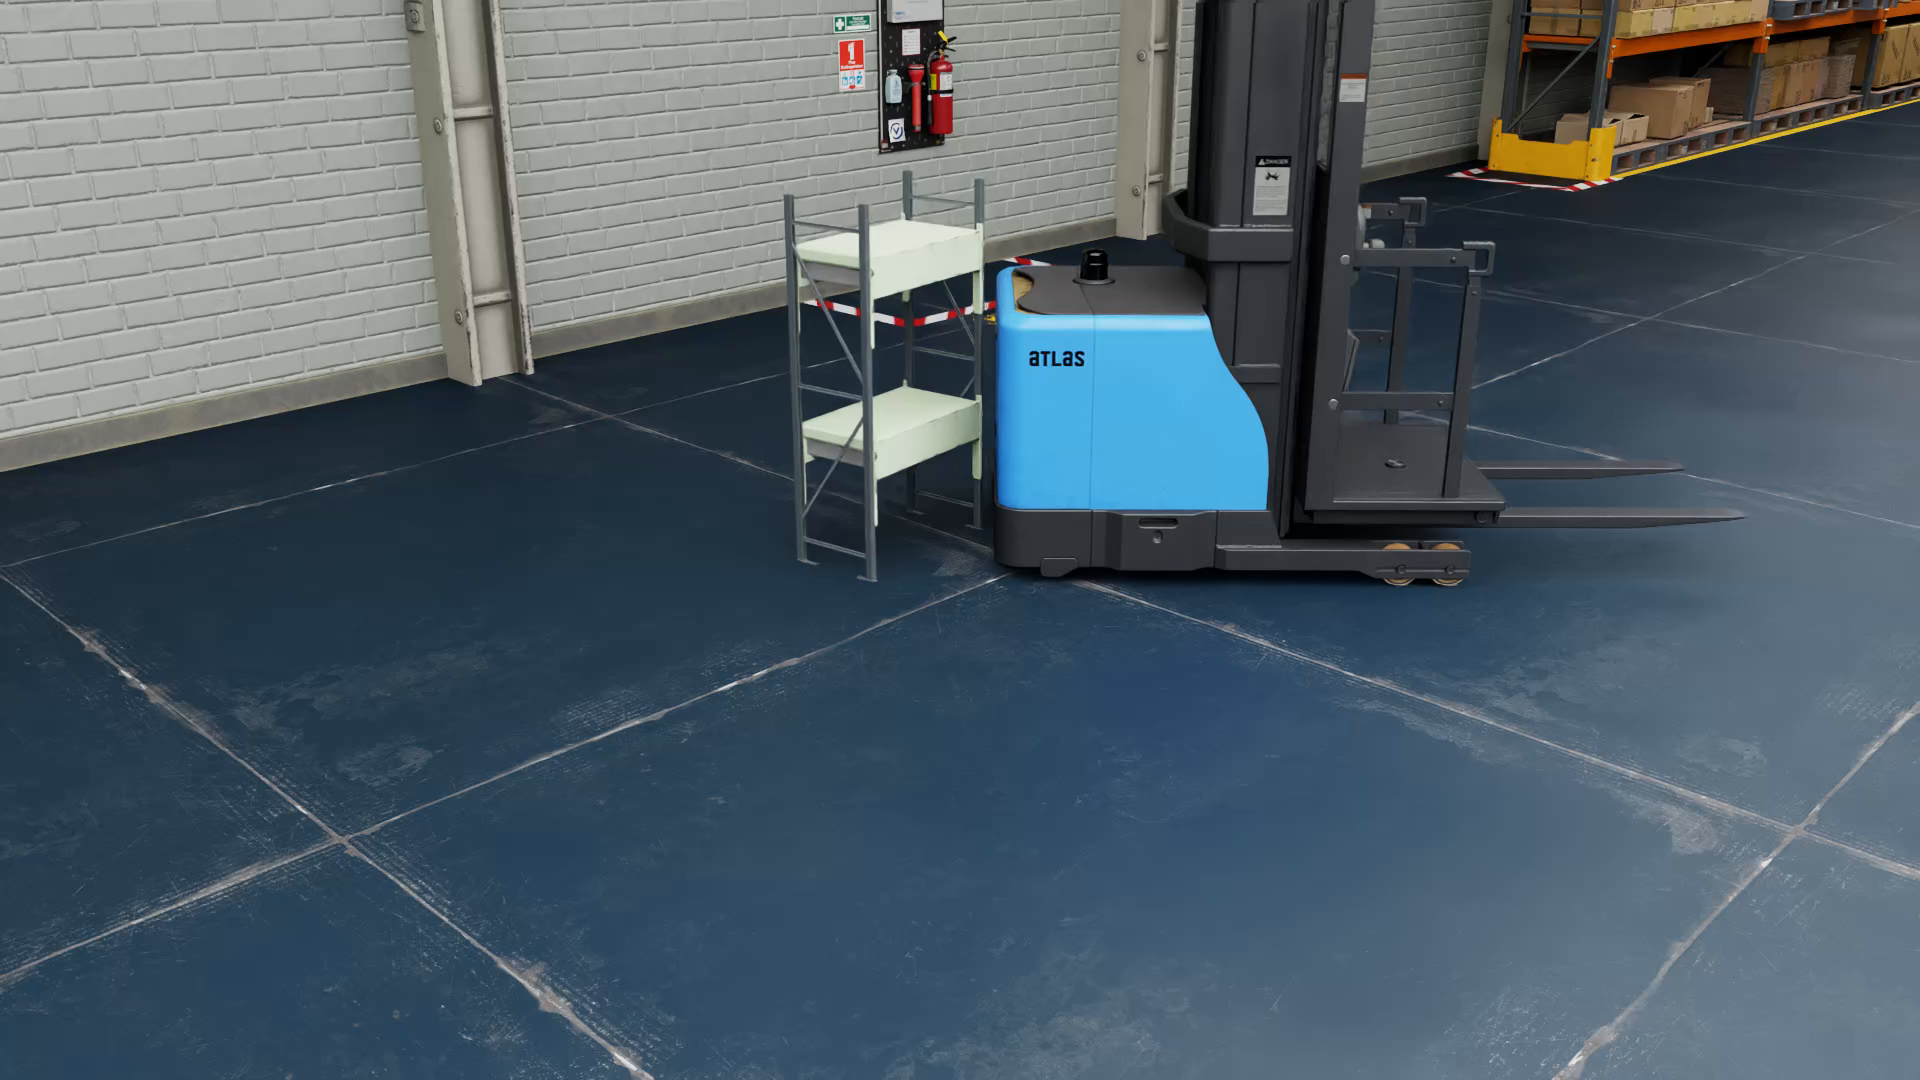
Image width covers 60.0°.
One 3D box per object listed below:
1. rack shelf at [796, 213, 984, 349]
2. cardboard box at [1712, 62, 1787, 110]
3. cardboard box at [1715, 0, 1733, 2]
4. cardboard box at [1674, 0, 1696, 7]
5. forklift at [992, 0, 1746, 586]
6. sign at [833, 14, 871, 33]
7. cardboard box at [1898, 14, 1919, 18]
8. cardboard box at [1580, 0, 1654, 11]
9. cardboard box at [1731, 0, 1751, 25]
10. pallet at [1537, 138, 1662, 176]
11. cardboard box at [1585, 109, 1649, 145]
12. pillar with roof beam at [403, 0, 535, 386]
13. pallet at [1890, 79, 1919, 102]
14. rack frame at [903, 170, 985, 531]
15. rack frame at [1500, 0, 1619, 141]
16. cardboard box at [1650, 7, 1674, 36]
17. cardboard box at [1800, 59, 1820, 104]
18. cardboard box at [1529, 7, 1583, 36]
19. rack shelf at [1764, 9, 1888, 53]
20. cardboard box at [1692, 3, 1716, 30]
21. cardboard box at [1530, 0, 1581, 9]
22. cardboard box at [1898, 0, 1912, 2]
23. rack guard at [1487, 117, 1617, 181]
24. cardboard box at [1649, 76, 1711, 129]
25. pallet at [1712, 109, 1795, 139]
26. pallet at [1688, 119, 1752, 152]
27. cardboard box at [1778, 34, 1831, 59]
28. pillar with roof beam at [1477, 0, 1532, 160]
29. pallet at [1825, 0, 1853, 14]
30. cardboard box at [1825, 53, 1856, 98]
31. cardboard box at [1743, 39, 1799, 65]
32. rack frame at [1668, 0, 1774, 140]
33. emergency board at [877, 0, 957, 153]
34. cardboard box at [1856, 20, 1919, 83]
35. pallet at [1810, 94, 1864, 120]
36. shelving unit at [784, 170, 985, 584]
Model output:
[{"bbox_3d":[-0.285,-1.042,6.606,0.431,0.370,0.720,15,25,33],"label":"rack shelf"},{"bbox_3d":[9.424,-5.444,19.928,0.700,0.500,0.500,19,28,40],"label":"cardboard box"},{"bbox_3d":[7.787,-5.900,17.381,0.500,0.500,0.500,18,28,39],"label":"cardboard box"},{"bbox_3d":[7.073,-5.631,16.680,0.500,0.500,0.500,18,27,39],"label":"cardboard box"},{"bbox_3d":[1.656,-1.377,6.572,3.031,2.935,1.130,0,21,0],"label":"forklift"},{"bbox_3d":[-0.711,-3.413,10.986,0.001,0.109,0.331,19,28,41],"label":"sign"},{"bbox_3d":[13.818,-7.116,23.818,0.750,0.750,0.750,20,28,41],"label":"cardboard box"},{"bbox_3d":[6.356,-5.375,16.014,0.500,0.500,0.500,19,28,41],"label":"cardboard box"},{"bbox_3d":[8.131,-5.682,17.858,0.500,0.250,0.500,19,28,41],"label":"cardboard box"},{"bbox_3d":[6.453,-3.956,17.073,1.003,0.211,1.213,19,28,41],"label":"pallet"},{"bbox_3d":[6.752,-4.290,17.191,0.500,0.311,0.500,-17,27,-38],"label":"cardboard box"},{"bbox_3d":[0.389,-4.073,5.128,9.100,9.000,0.400,19,28,41],"label":"pillar with roof beam"},{"bbox_3d":[12.843,-6.289,23.142,1.003,0.211,1.213,19,28,41],"label":"pallet"},{"bbox_3d":[-0.069,-0.783,7.022,0.400,1.500,0.023,15,25,33],"label":"rack frame"},{"bbox_3d":[5.807,-5.038,16.002,1.000,3.000,0.127,19,28,41],"label":"rack frame"},{"bbox_3d":[6.727,-5.161,16.501,0.500,0.250,0.500,18,28,39],"label":"cardboard box"},{"bbox_3d":[10.154,-5.697,20.587,0.700,0.500,0.500,19,28,40],"label":"cardboard box"},{"bbox_3d":[5.995,-5.146,16.464,0.500,0.250,0.500,-20,28,-41],"label":"cardboard box"},{"bbox_3d":[9.993,-6.245,20.143,1.077,0.370,4.000,19,28,41],"label":"rack shelf"},{"bbox_3d":[7.441,-5.419,17.175,0.500,0.250,0.500,20,28,41],"label":"cardboard box"},{"bbox_3d":[5.984,-5.502,16.344,0.500,0.500,0.500,19,28,40],"label":"cardboard box"},{"bbox_3d":[12.212,-7.123,21.748,0.250,0.149,0.380,-19,28,-40],"label":"cardboard box"},{"bbox_3d":[5.861,-3.891,16.501,1.175,0.500,0.348,19,28,41],"label":"rack guard"},{"bbox_3d":[7.903,-4.828,18.326,0.500,0.500,0.500,17,27,37],"label":"cardboard box"},{"bbox_3d":[9.140,-4.965,19.699,1.003,0.211,1.213,19,28,41],"label":"pallet"},{"bbox_3d":[8.155,-4.583,18.705,1.003,0.211,1.213,19,28,41],"label":"pallet"},{"bbox_3d":[10.481,-6.154,20.731,0.500,0.250,0.500,-20,28,-41],"label":"cardboard box"},{"bbox_3d":[8.761,-7.157,13.154,9.100,9.000,0.400,19,28,41],"label":"pillar with roof beam"},{"bbox_3d":[10.037,-6.486,20.036,1.003,0.211,1.213,19,28,41],"label":"pallet"},{"bbox_3d":[10.923,-5.935,21.206,0.500,0.500,0.700,-20,29,-41],"label":"cardboard box"},{"bbox_3d":[9.765,-5.897,20.062,0.500,0.250,0.500,18,28,39],"label":"cardboard box"},{"bbox_3d":[8.598,-6.066,18.677,1.000,3.000,0.127,19,28,41],"label":"rack frame"},{"bbox_3d":[-0.261,-3.267,11.393,0.194,1.169,0.643,19,28,41],"label":"emergency board"},{"bbox_3d":[12.611,-6.667,22.650,0.750,0.750,0.750,19,28,40],"label":"cardboard box"},{"bbox_3d":[10.842,-5.593,21.331,1.003,0.211,1.213,19,28,41],"label":"pallet"},{"bbox_3d":[-0.285,-0.677,6.746,0.431,1.500,0.755,15,25,33],"label":"shelving unit"}]
